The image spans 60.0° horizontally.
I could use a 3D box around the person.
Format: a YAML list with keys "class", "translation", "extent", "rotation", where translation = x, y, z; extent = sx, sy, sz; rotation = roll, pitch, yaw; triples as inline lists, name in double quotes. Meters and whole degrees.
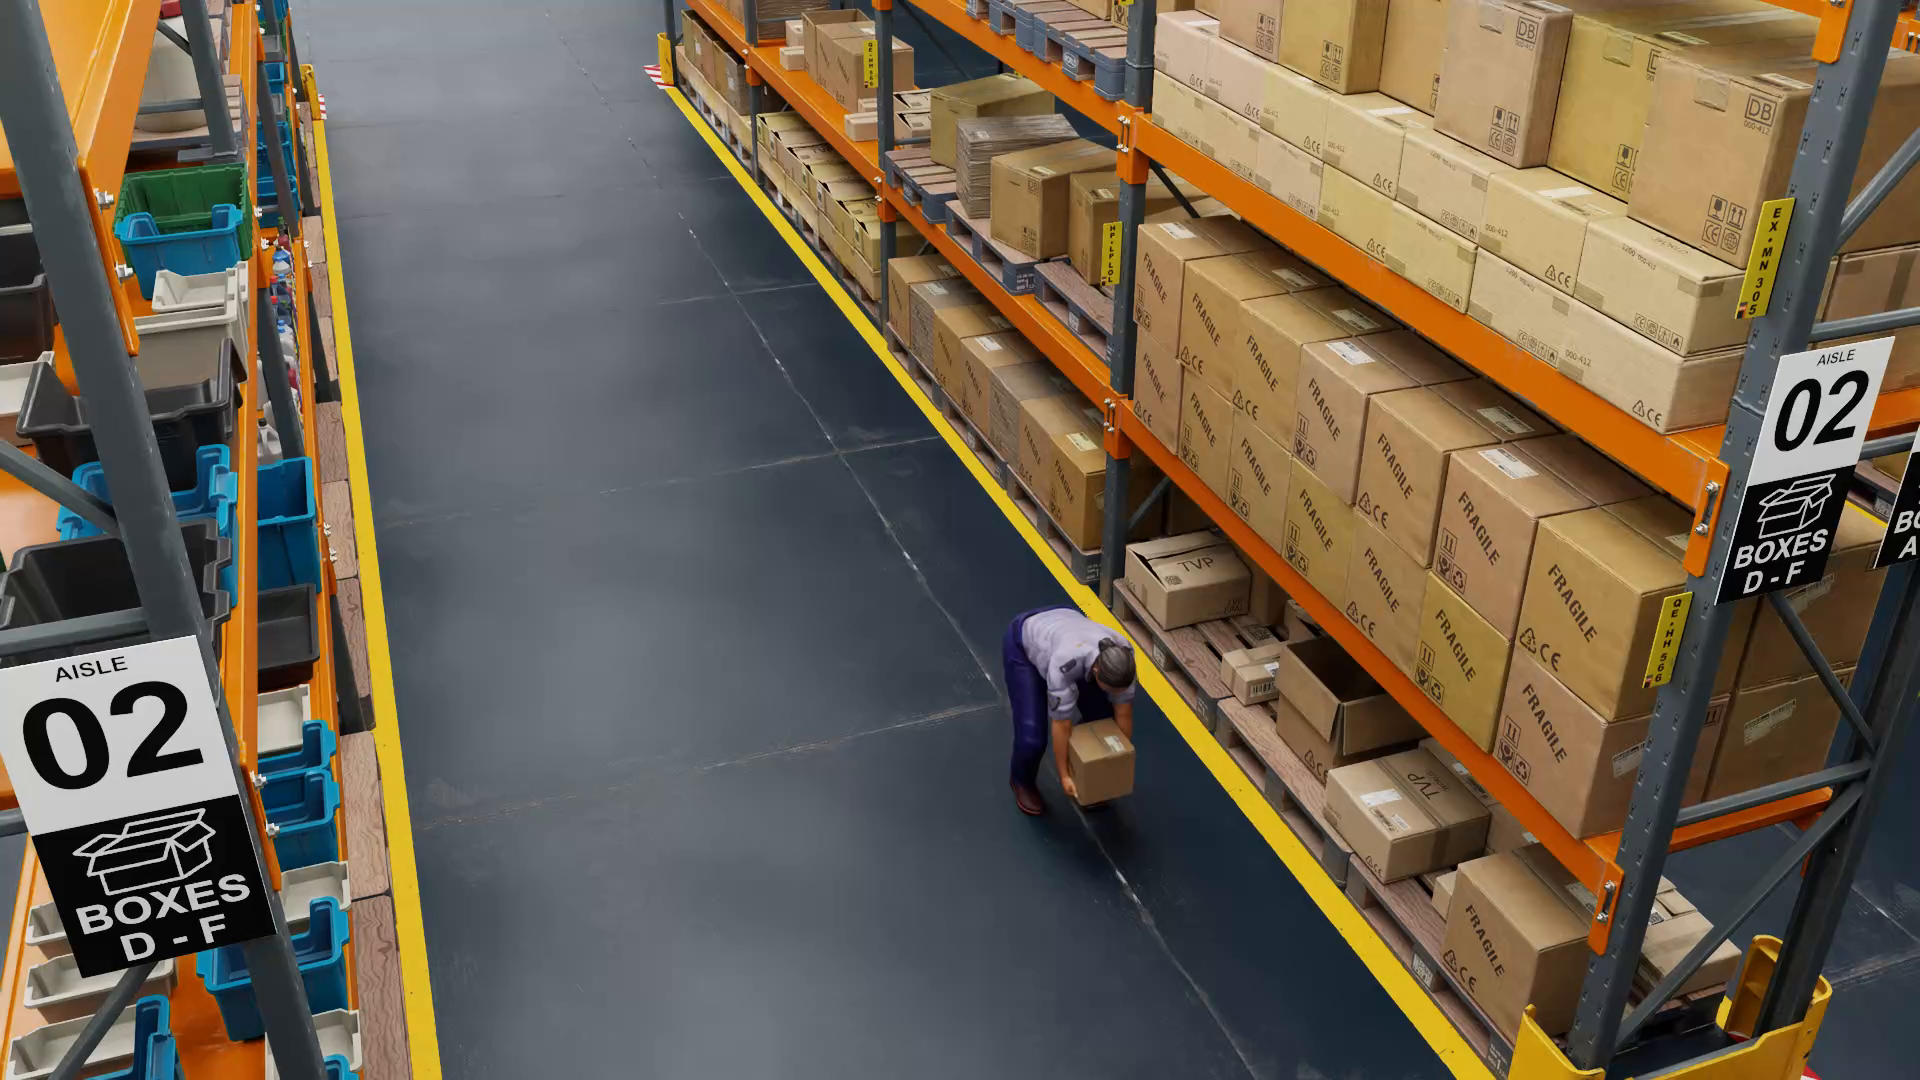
- class: "person"
  translation: [0.506, 0.797, 7.512]
  extent: [0.483, 1.113, 0.877]
  rotation: [-12, 32, -20]
